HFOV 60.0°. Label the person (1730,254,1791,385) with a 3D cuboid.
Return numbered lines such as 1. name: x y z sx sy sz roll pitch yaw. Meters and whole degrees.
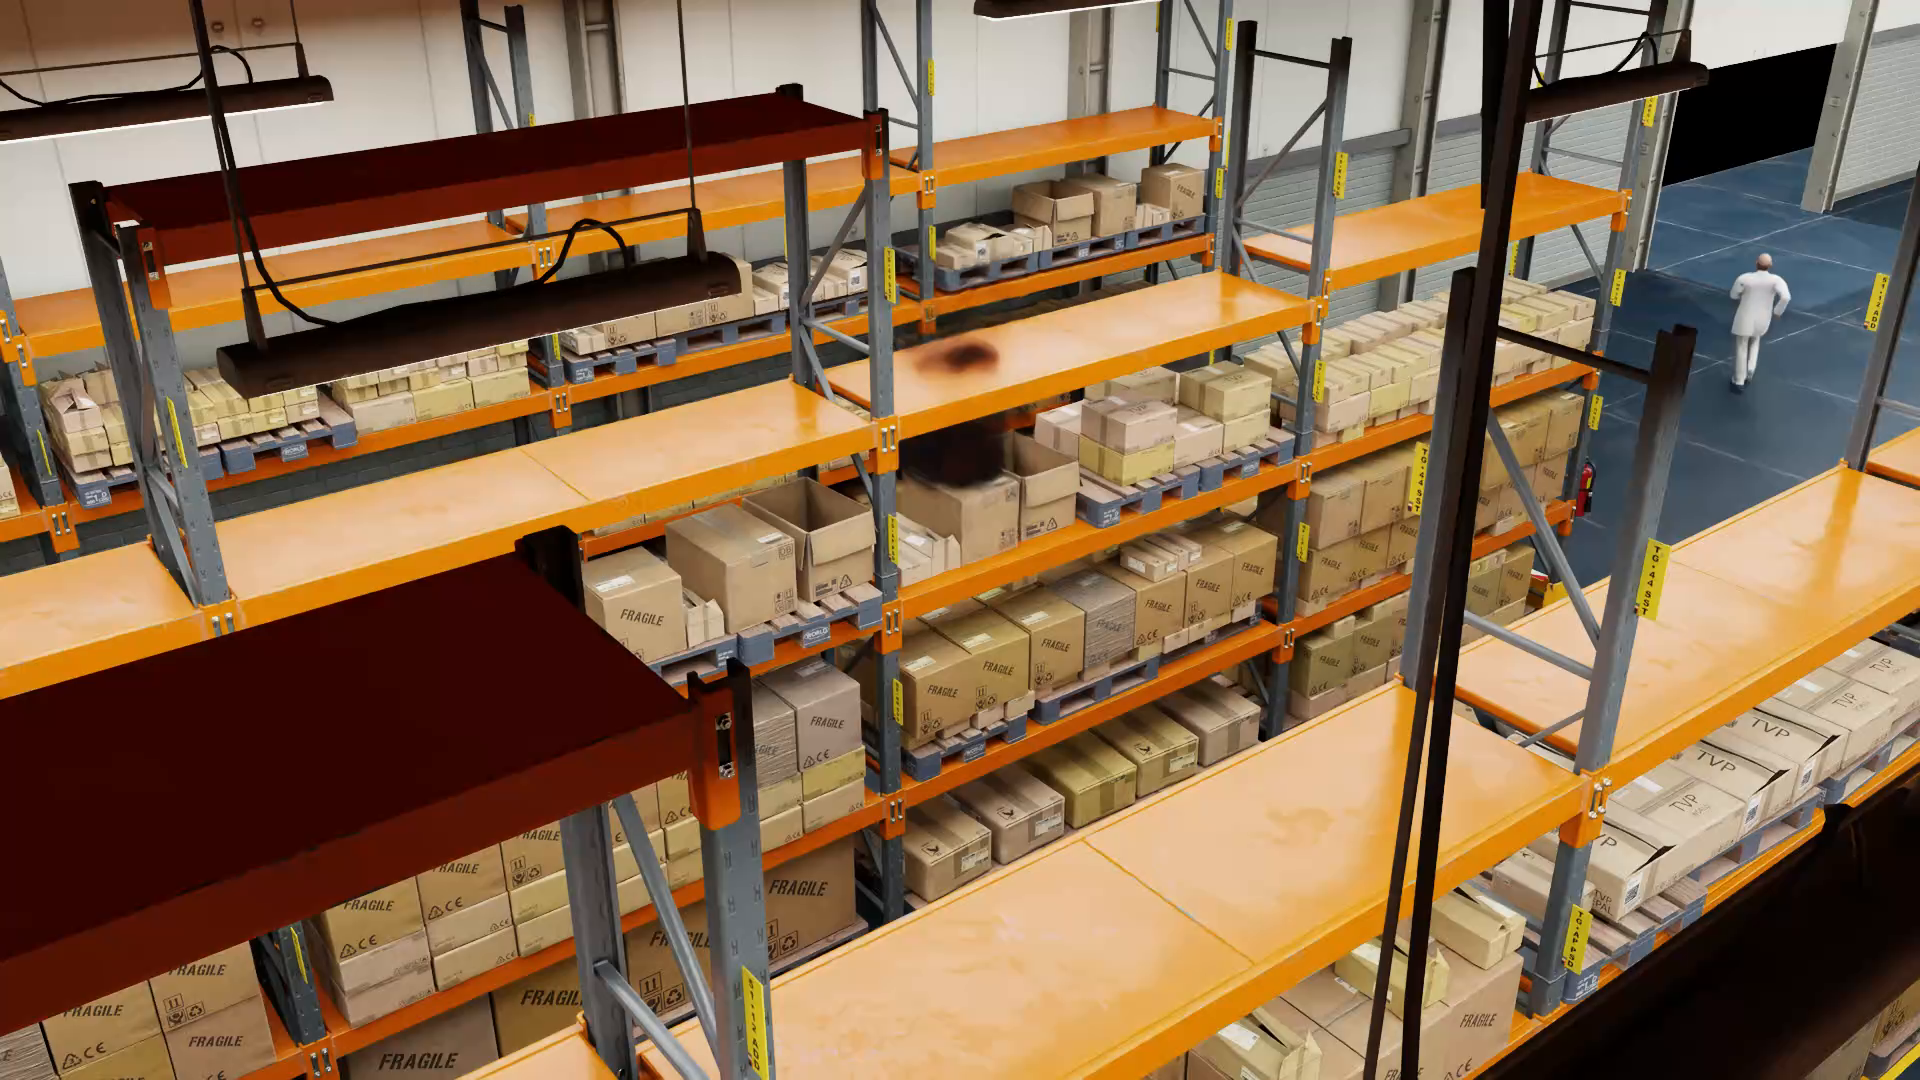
1. person: 10.517 -2.913 22.058 0.671 1.823 0.798 7 27 13
